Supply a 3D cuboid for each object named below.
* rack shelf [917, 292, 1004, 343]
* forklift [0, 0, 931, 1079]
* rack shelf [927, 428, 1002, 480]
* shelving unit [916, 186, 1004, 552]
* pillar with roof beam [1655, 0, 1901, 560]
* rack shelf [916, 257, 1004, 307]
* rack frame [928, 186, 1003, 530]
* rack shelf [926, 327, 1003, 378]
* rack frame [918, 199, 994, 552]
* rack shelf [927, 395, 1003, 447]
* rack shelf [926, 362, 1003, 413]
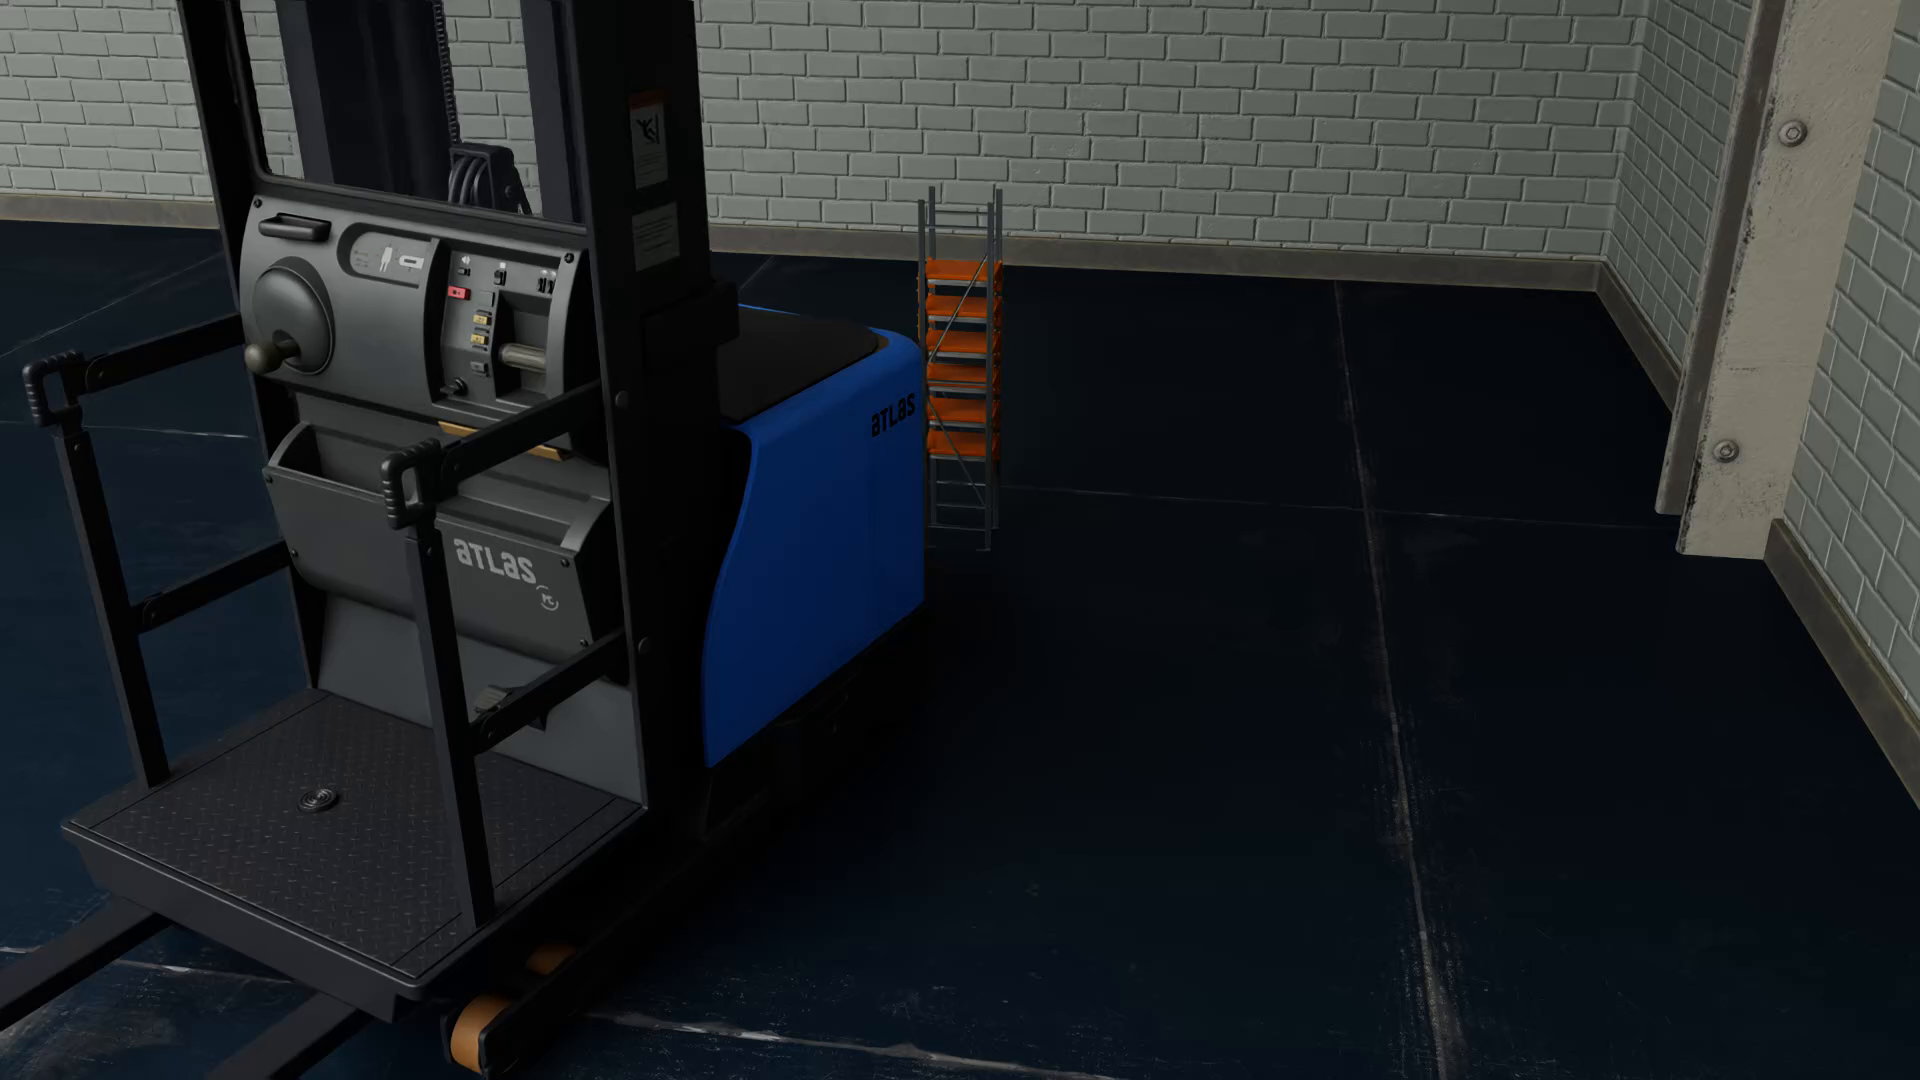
[{"bbox_3d":[0.002,-0.727,5.426,0.258,0.103,0.180,4,25,9],"label":"rack shelf"},{"bbox_3d":[-1.250,-0.452,3.258,1.130,2.935,3.031,14,28,27],"label":"forklift"},{"bbox_3d":[0.002,-0.292,5.629,0.258,0.103,0.180,4,25,9],"label":"rack shelf"},{"bbox_3d":[0.002,-0.549,5.509,0.258,1.200,0.189,4,25,9],"label":"shelving unit"},{"bbox_3d":[-1.620,-4.399,4.534,9.100,9.000,0.400,4,25,9],"label":"pillar with roof beam"},{"bbox_3d":[0.002,-0.835,5.375,0.258,0.103,0.180,4,25,9],"label":"rack shelf"},{"bbox_3d":[0.017,-0.588,5.590,0.240,1.200,0.006,4,25,9],"label":"rack frame"},{"bbox_3d":[0.002,-0.618,5.477,0.258,0.103,0.180,4,25,9],"label":"rack shelf"},{"bbox_3d":[-0.013,-0.511,5.427,0.240,1.200,0.006,4,25,9],"label":"rack frame"},{"bbox_3d":[0.002,-0.401,5.578,0.258,0.103,0.180,4,25,9],"label":"rack shelf"},{"bbox_3d":[0.002,-0.509,5.527,0.258,0.103,0.180,4,25,9],"label":"rack shelf"}]
